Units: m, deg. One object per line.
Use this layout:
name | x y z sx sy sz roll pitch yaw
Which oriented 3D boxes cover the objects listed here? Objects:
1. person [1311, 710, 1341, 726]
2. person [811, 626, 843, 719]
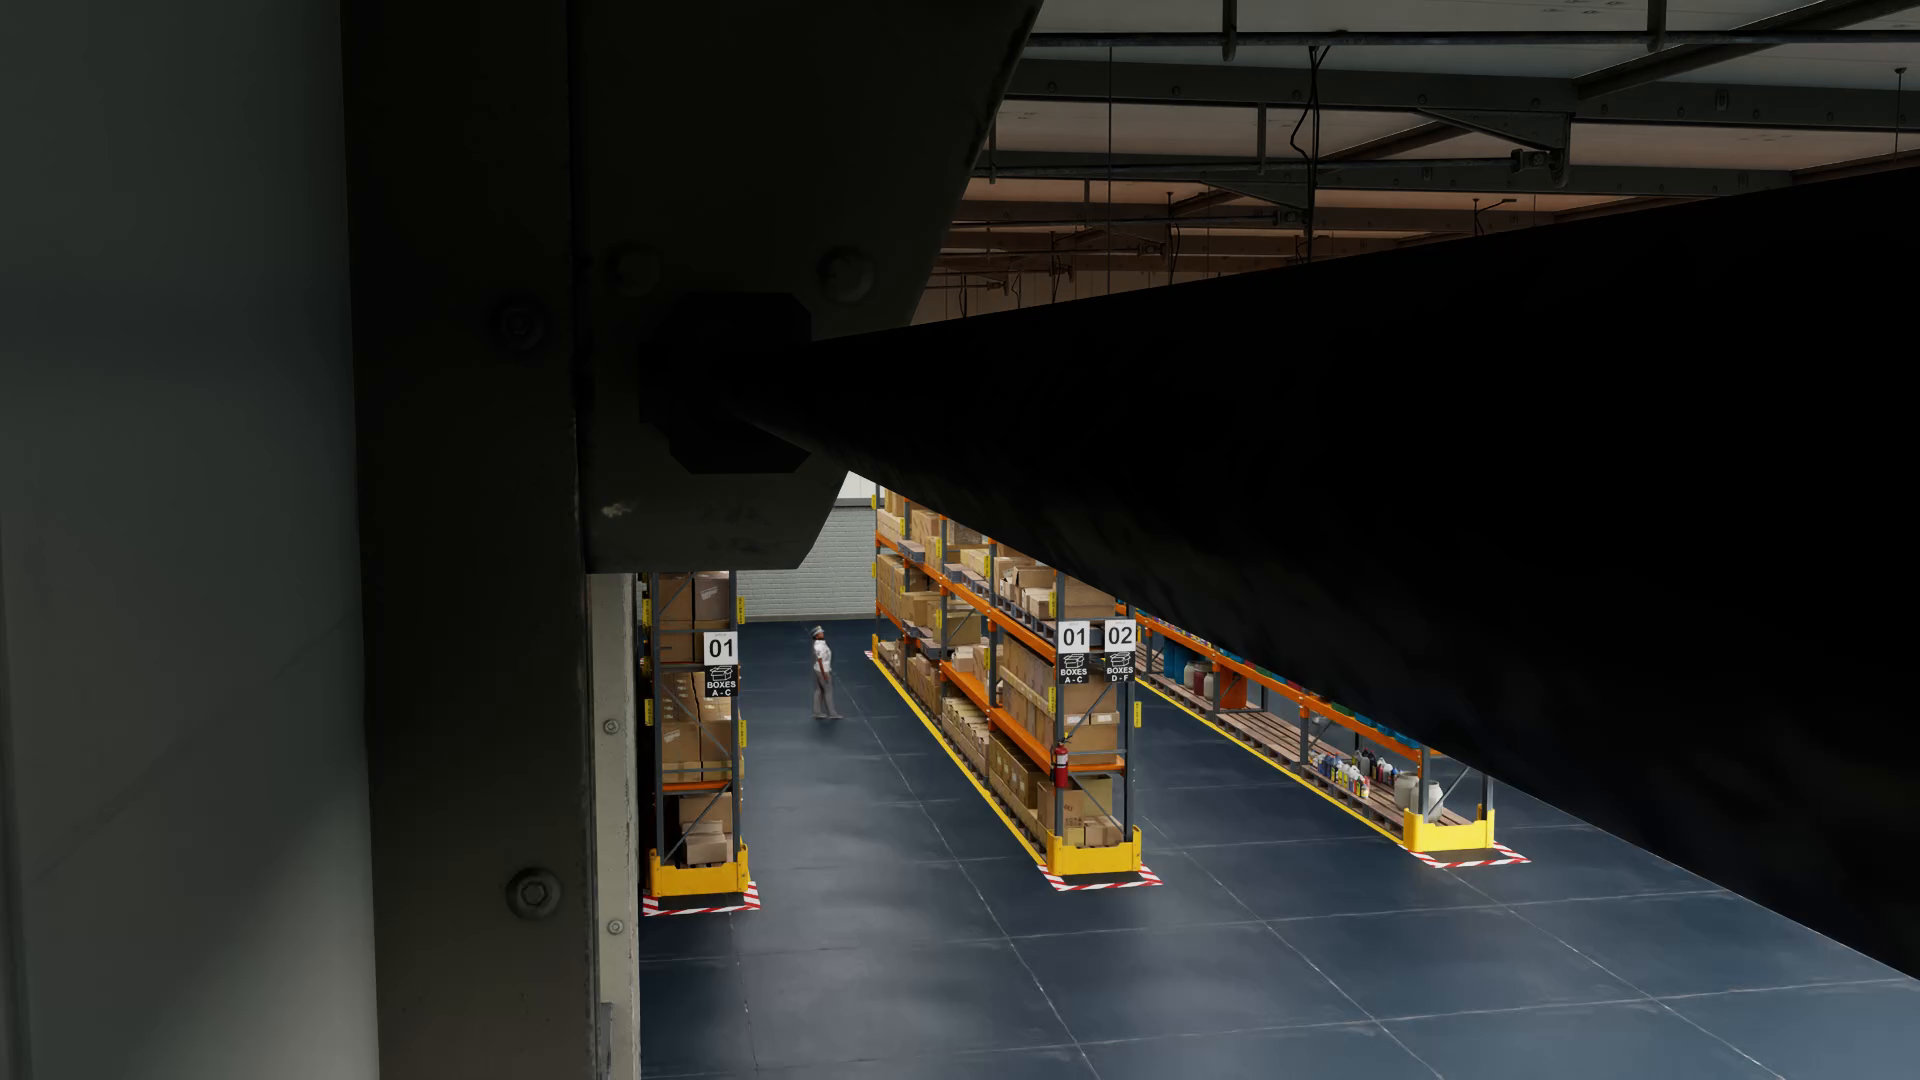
person | 6.520 2.410 29.552 0.579 1.792 0.473 1 6 14
person | -2.419 2.401 30.151 0.575 1.699 0.534 0 6 -4
